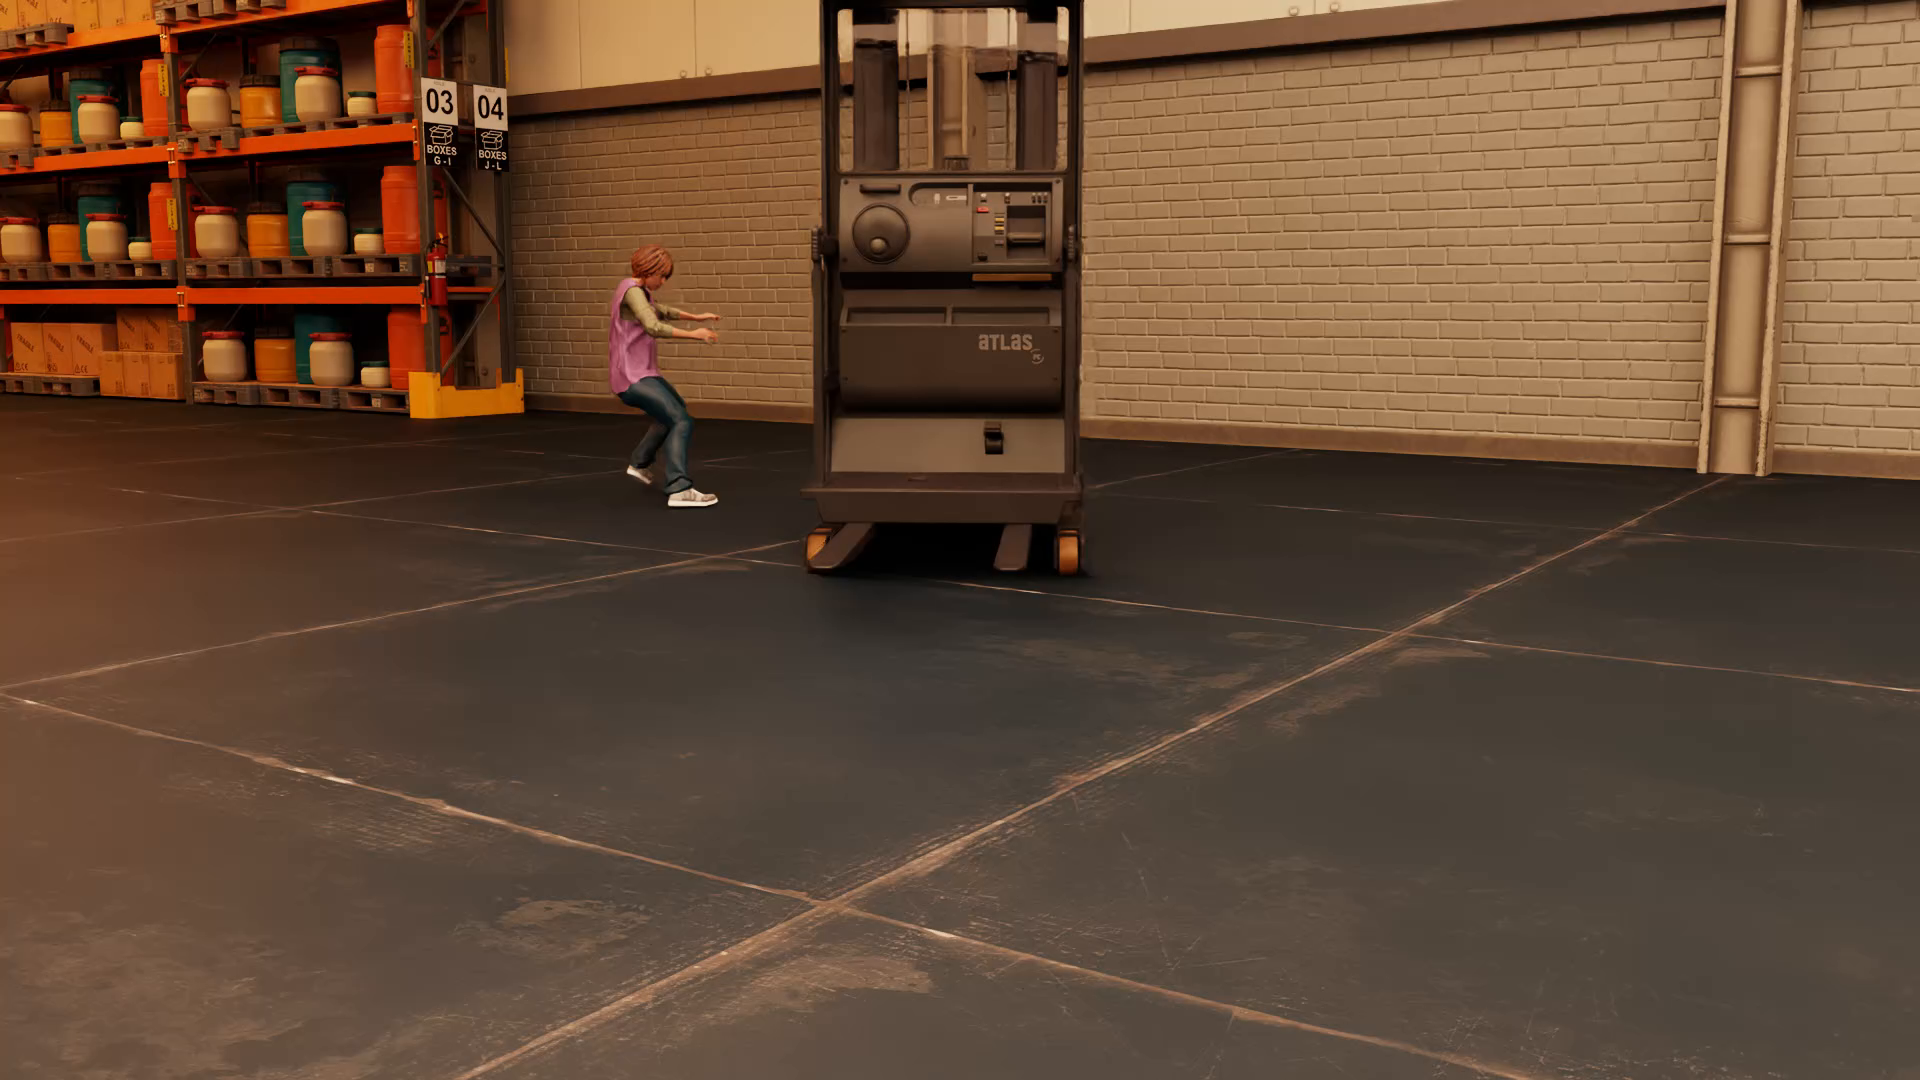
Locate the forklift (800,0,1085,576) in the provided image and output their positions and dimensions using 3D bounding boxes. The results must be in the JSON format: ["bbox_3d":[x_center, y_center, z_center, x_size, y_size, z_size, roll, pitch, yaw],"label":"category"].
[{"bbox_3d":[-0.048,-1.351,6.696,1.130,2.935,3.031,1,8,4],"label":"forklift"}]

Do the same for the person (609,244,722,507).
[{"bbox_3d":[-1.626,-0.916,9.183,0.601,1.369,1.103,-1,8,-6],"label":"person"}]
